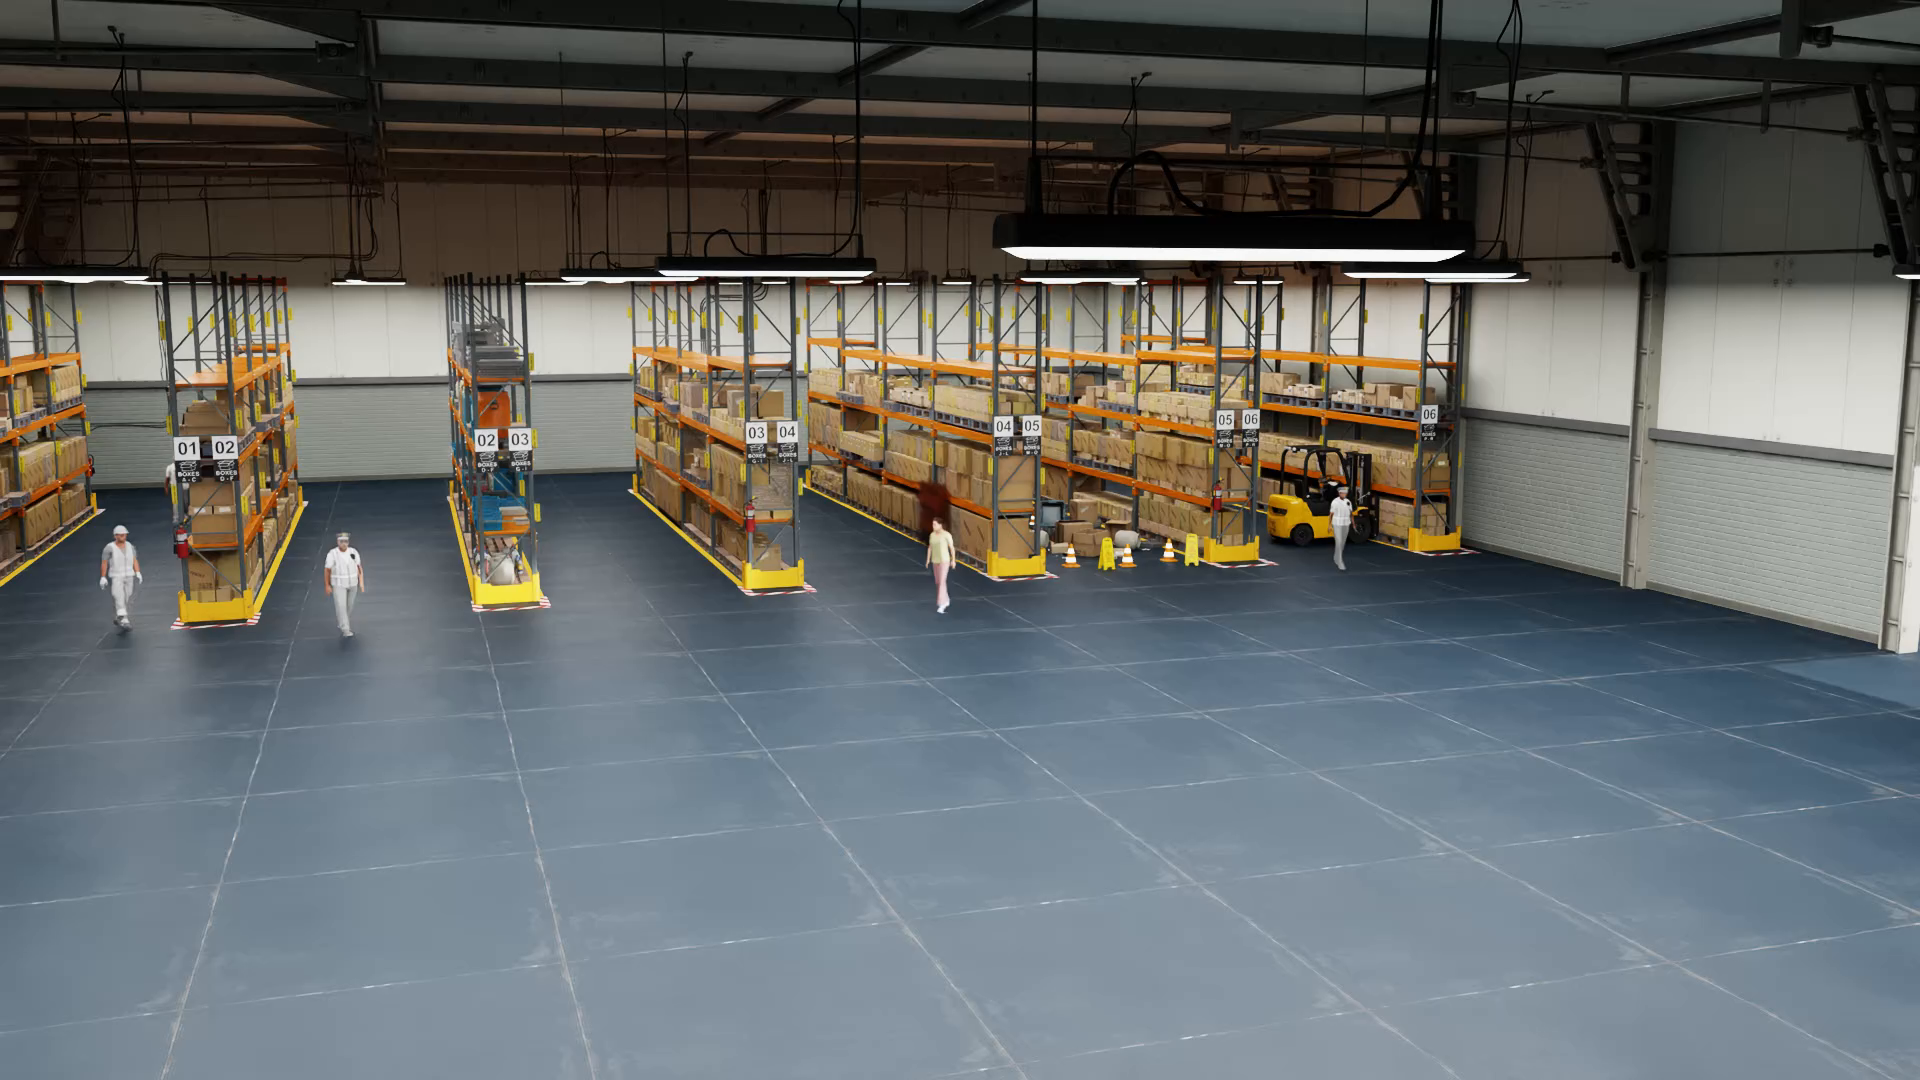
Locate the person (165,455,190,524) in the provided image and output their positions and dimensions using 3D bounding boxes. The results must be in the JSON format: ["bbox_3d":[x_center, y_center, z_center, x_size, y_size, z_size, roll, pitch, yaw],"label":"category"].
[{"bbox_3d":[-19.154,-1.281,40.783,0.692,1.707,1.085,-3,9,-17],"label":"person"}]

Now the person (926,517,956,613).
[{"bbox_3d":[-0.377,0.423,29.767,0.562,1.669,0.717,6,11,35],"label":"person"}]

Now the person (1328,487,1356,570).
[{"bbox_3d":[7.903,-0.267,34.375,0.507,1.694,0.642,-3,9,-18],"label":"person"}]

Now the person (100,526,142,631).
[{"bbox_3d":[-14.067,0.634,27.941,1.026,1.735,0.608,6,11,36],"label":"person"}]

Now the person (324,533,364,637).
[{"bbox_3d":[-10.122,0.730,27.431,1.062,1.707,0.574,8,12,43],"label":"person"}]
